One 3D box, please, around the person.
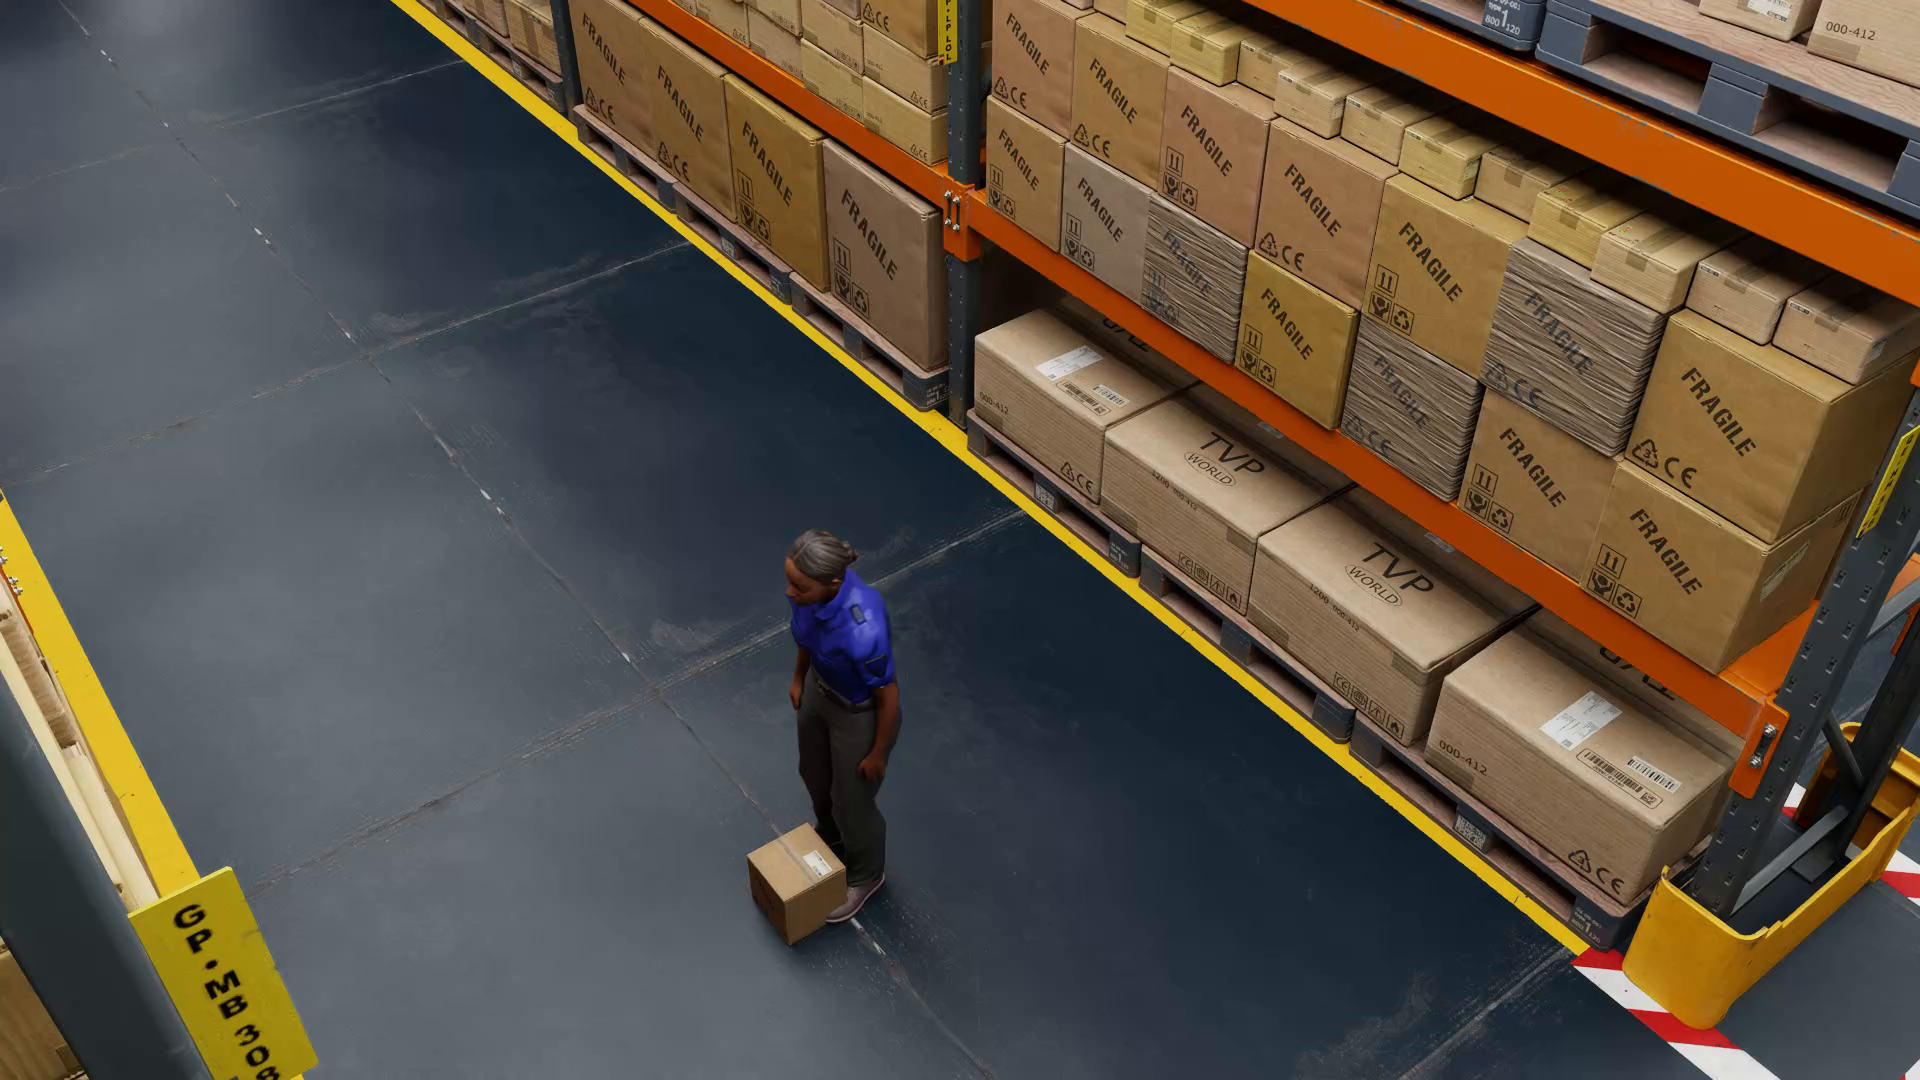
[{"bbox_3d":[-0.410,0.582,5.480,0.392,1.654,0.513,-27,47,-28],"label":"person"}]
